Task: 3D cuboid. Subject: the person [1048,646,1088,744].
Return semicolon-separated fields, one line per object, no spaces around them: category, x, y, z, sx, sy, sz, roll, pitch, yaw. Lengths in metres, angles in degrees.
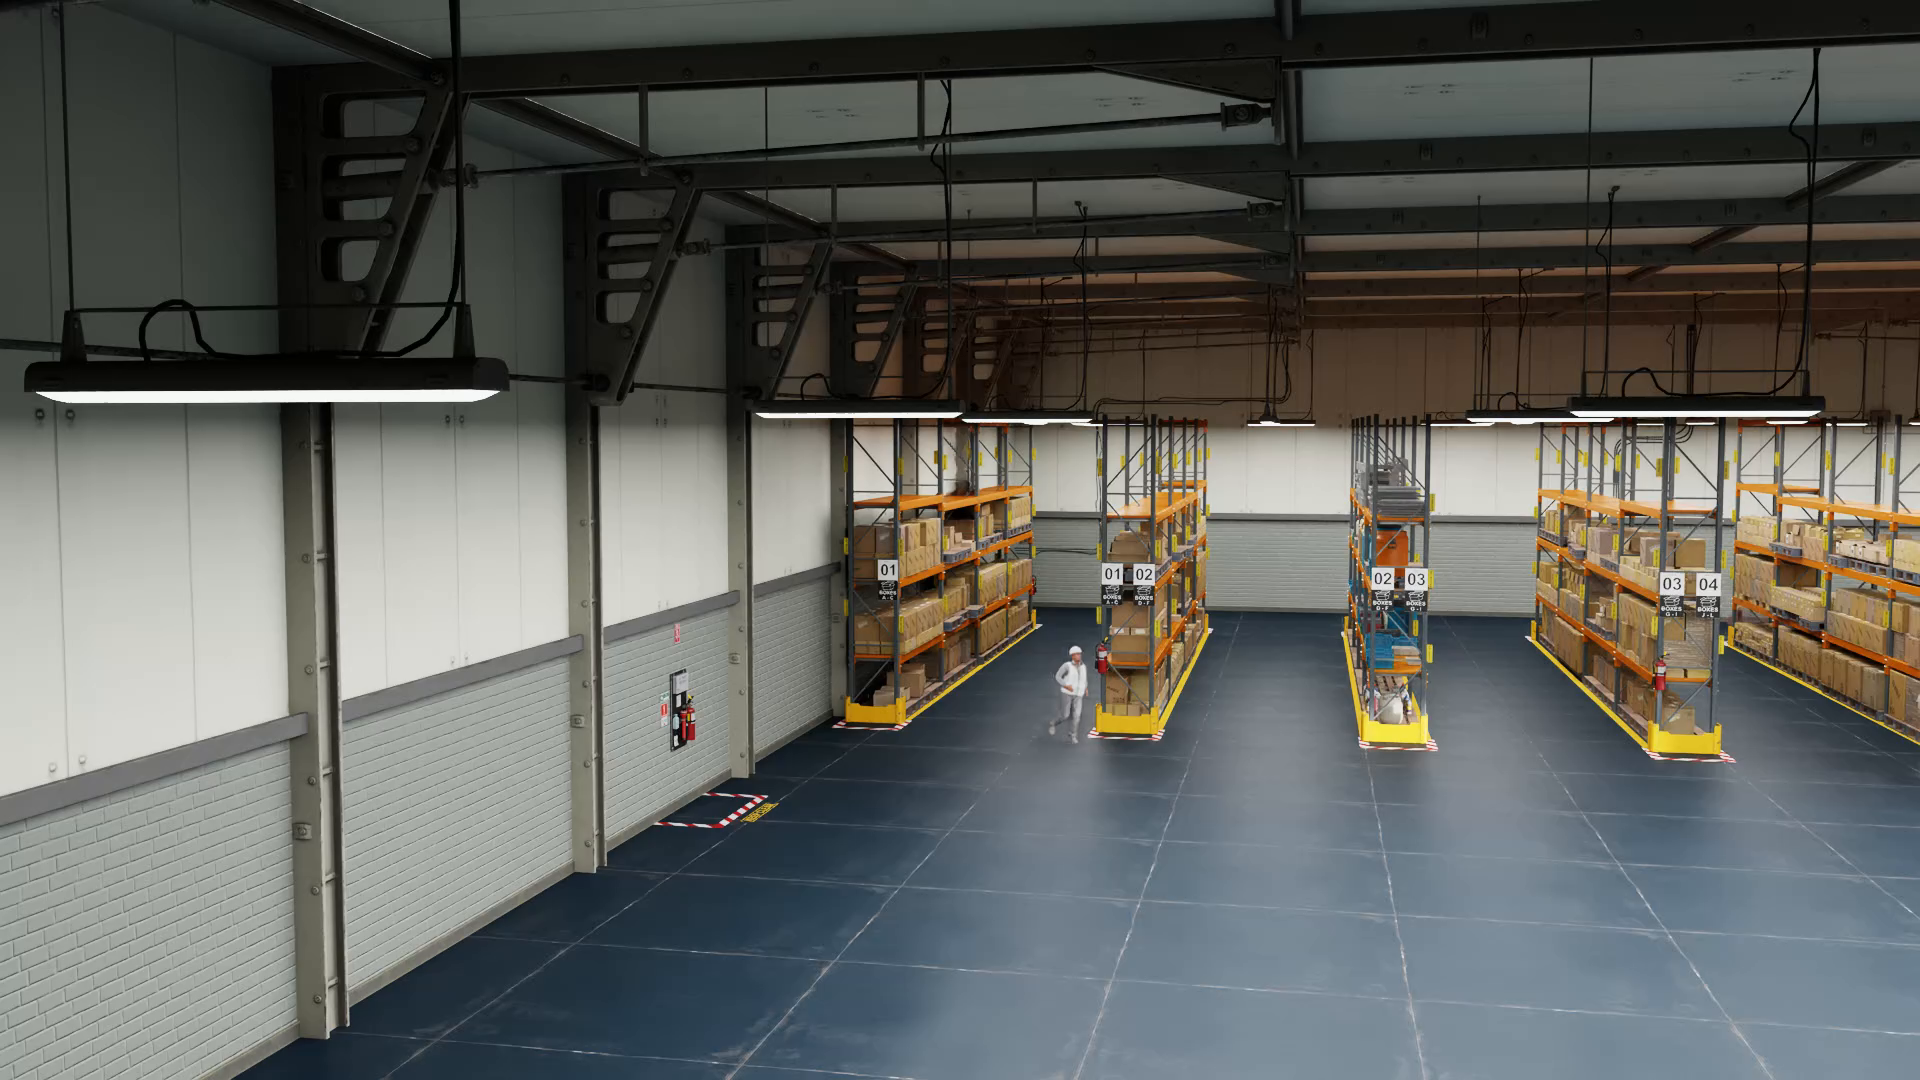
person;2.095;2.820;30.510;0.714;1.729;0.905;-2;4;-25

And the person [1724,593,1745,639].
person;21.149;1.909;45.275;0.762;1.675;0.617;2;4;31

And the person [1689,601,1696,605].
person;18.907;2.137;42.864;0.591;1.512;0.816;1;4;16
